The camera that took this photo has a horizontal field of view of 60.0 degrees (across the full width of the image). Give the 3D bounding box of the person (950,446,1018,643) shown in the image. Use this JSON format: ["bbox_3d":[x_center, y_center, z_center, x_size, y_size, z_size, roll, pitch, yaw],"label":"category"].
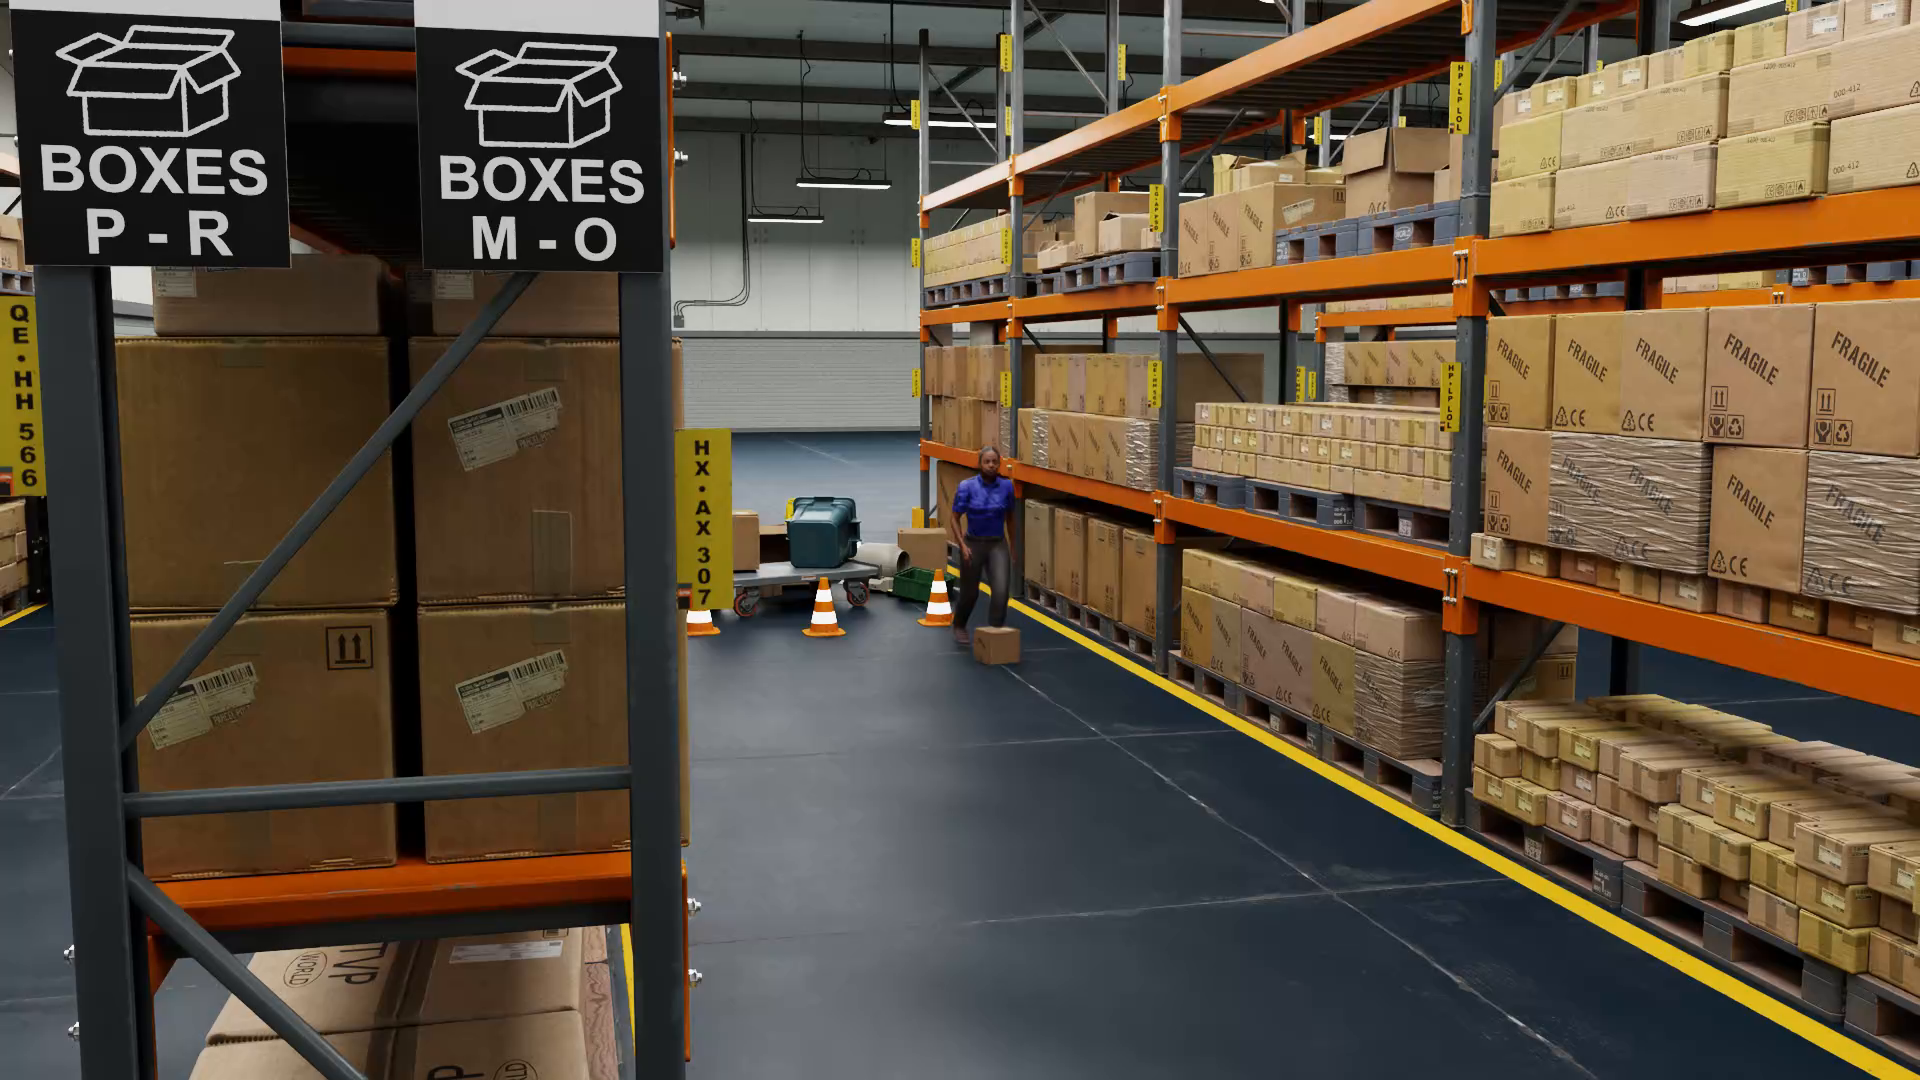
[{"bbox_3d":[0.173,0.069,12.719,0.535,1.602,0.760,-1,6,-6],"label":"person"}]
